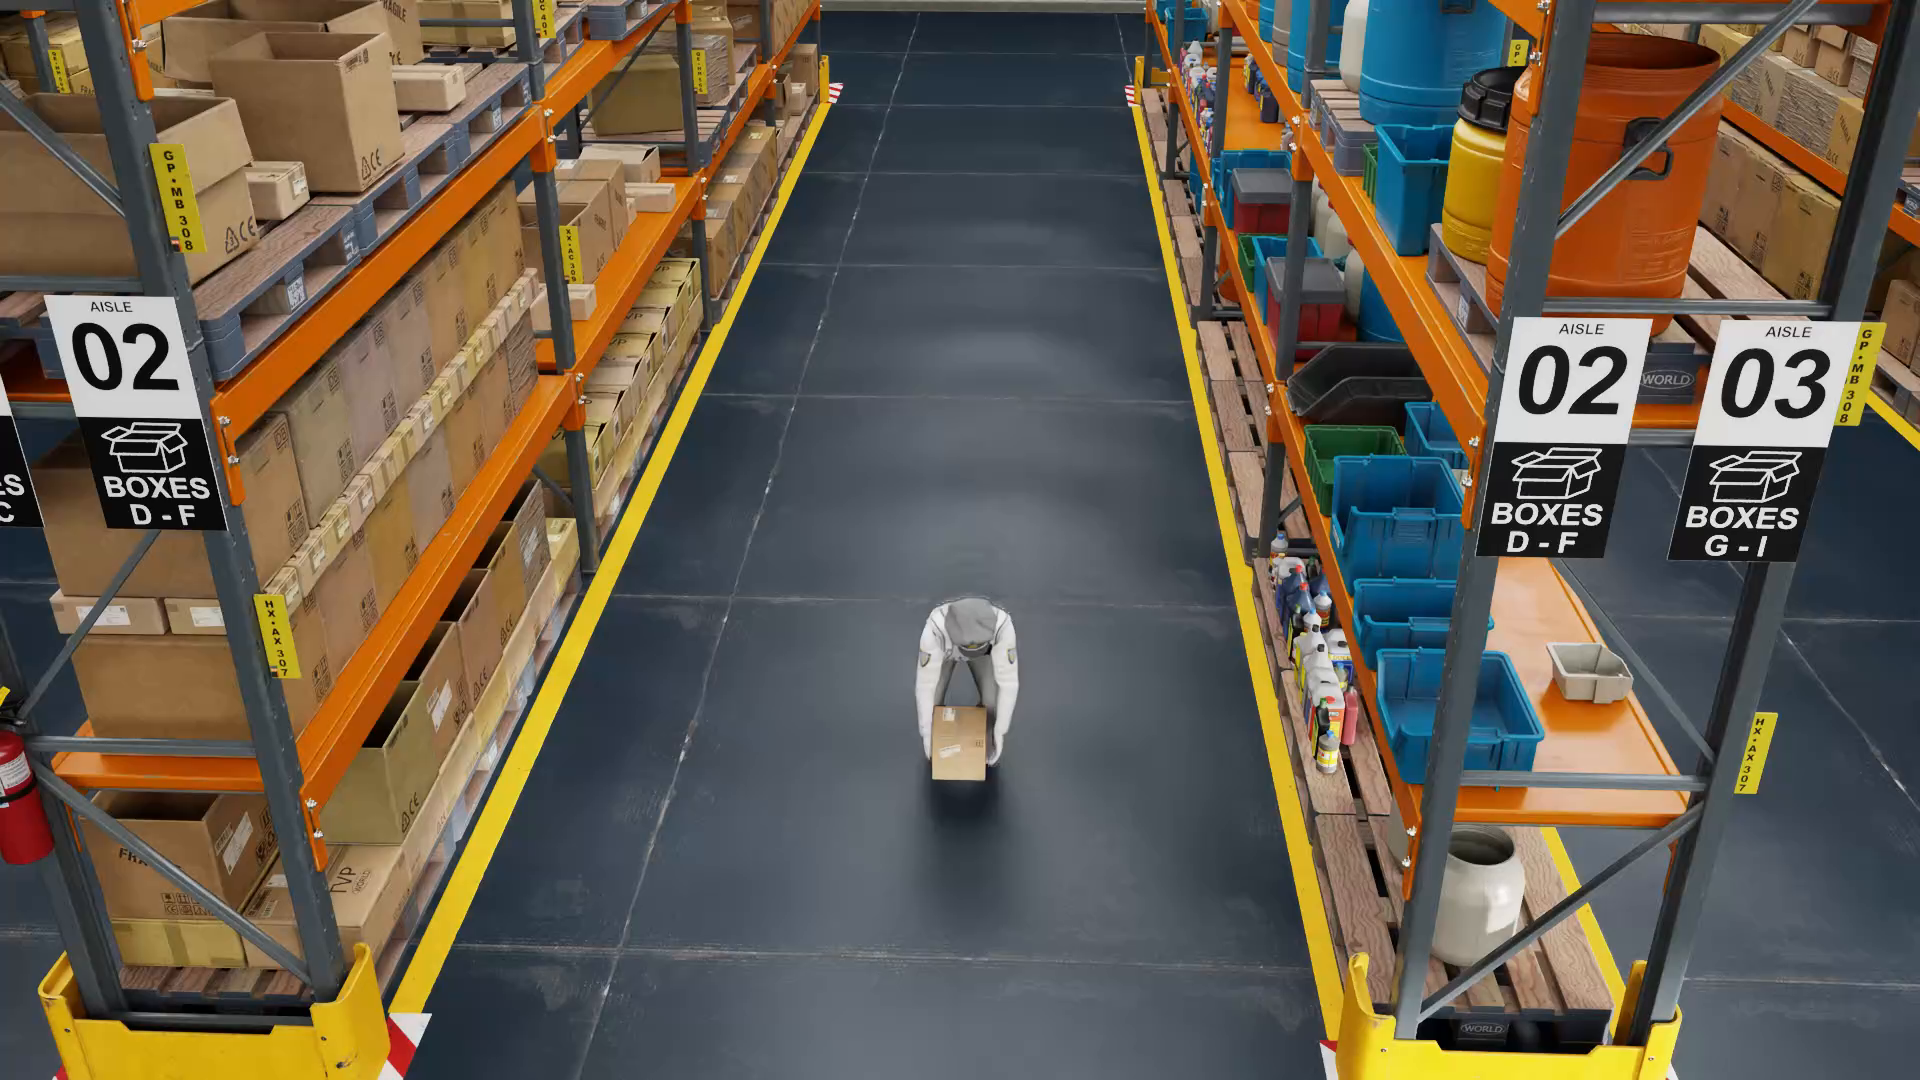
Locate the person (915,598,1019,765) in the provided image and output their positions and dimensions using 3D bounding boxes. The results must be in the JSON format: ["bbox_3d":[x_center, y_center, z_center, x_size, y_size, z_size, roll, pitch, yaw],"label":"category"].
[{"bbox_3d":[0.038,0.632,8.113,0.499,1.036,0.819,1,28,2],"label":"person"}]
